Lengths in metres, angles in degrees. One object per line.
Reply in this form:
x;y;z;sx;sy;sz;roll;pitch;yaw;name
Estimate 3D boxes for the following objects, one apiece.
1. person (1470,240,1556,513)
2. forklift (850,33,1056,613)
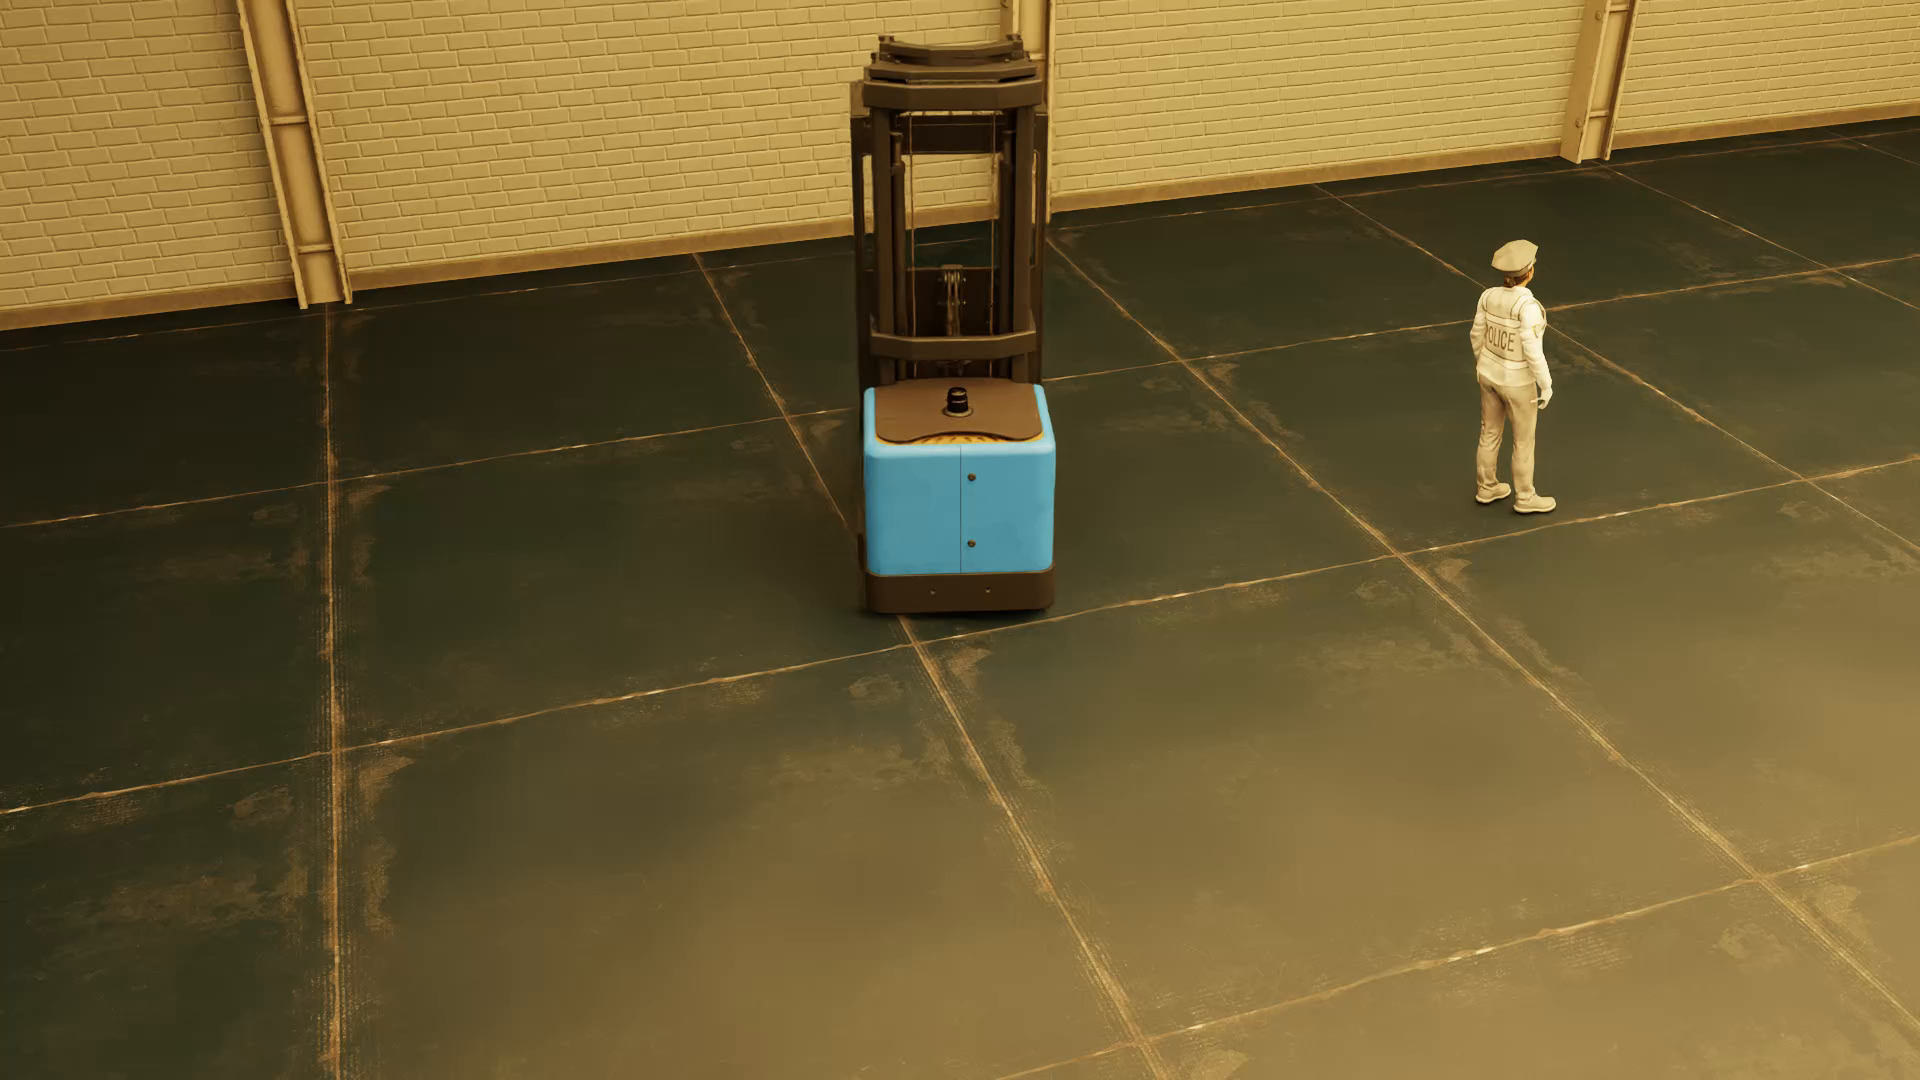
3.358;-0.991;10.035;0.531;1.694;0.587;-16;34;-25;person
-0.072;-1.567;9.811;1.130;2.935;3.031;-1;30;-3;forklift
